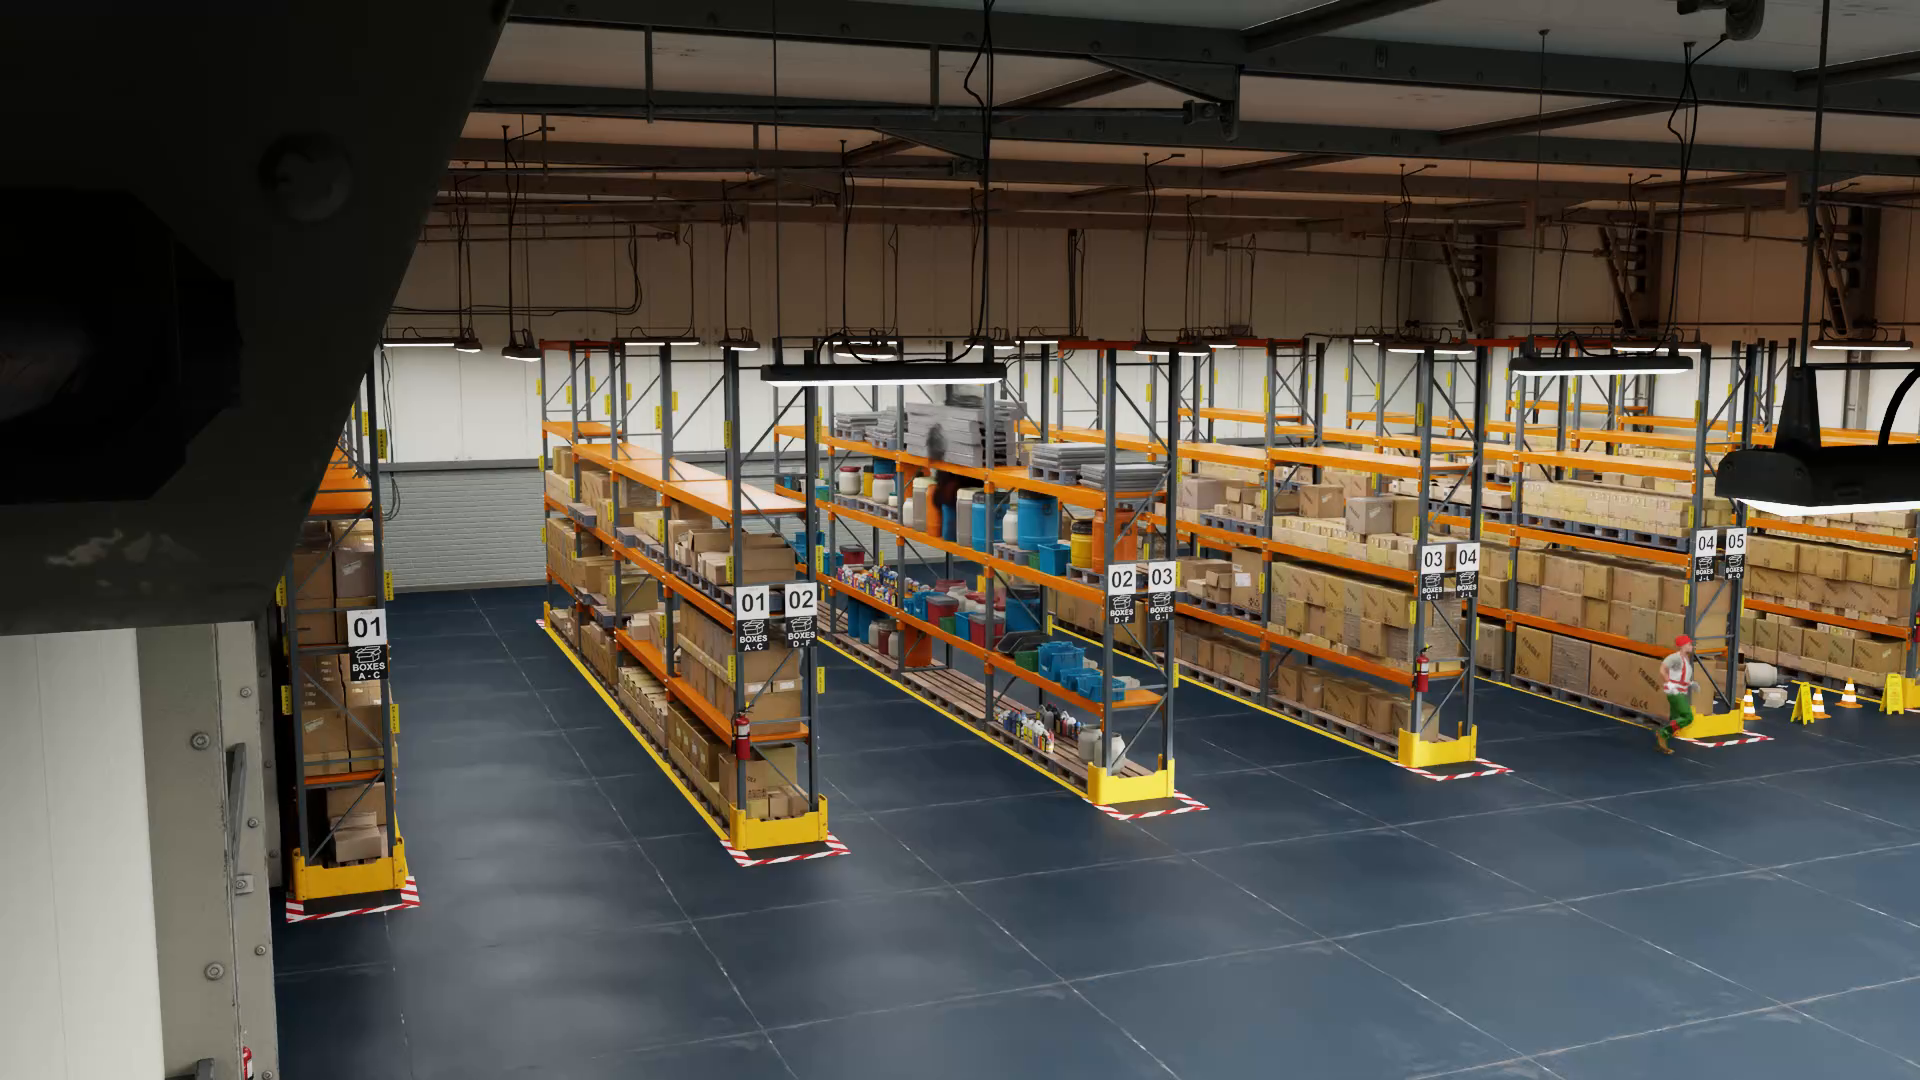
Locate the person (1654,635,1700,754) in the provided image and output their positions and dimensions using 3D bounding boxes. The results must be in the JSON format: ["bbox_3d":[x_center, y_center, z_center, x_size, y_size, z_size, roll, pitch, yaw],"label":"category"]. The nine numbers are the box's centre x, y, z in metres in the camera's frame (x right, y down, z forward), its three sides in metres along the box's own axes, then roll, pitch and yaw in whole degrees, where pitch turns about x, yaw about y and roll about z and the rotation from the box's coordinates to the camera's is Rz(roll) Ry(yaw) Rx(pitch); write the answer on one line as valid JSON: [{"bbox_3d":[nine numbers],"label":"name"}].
[{"bbox_3d":[10.657,2.278,24.635,0.561,1.729,0.696,5,9,33],"label":"person"}]

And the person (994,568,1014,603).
[{"bbox_3d":[0.894,1.006,34.751,0.565,1.637,0.542,-3,8,-21],"label":"person"}]

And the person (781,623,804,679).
[{"bbox_3d":[-2.871,1.551,28.384,0.625,1.661,0.665,-5,9,-34],"label":"person"}]

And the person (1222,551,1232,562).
[{"bbox_3d":[6.680,0.102,41.396,0.766,1.708,0.709,6,10,40],"label":"person"}]

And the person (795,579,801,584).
[{"bbox_3d":[-3.011,1.532,30.720,0.552,1.637,0.561,-2,8,-11],"label":"person"}]
